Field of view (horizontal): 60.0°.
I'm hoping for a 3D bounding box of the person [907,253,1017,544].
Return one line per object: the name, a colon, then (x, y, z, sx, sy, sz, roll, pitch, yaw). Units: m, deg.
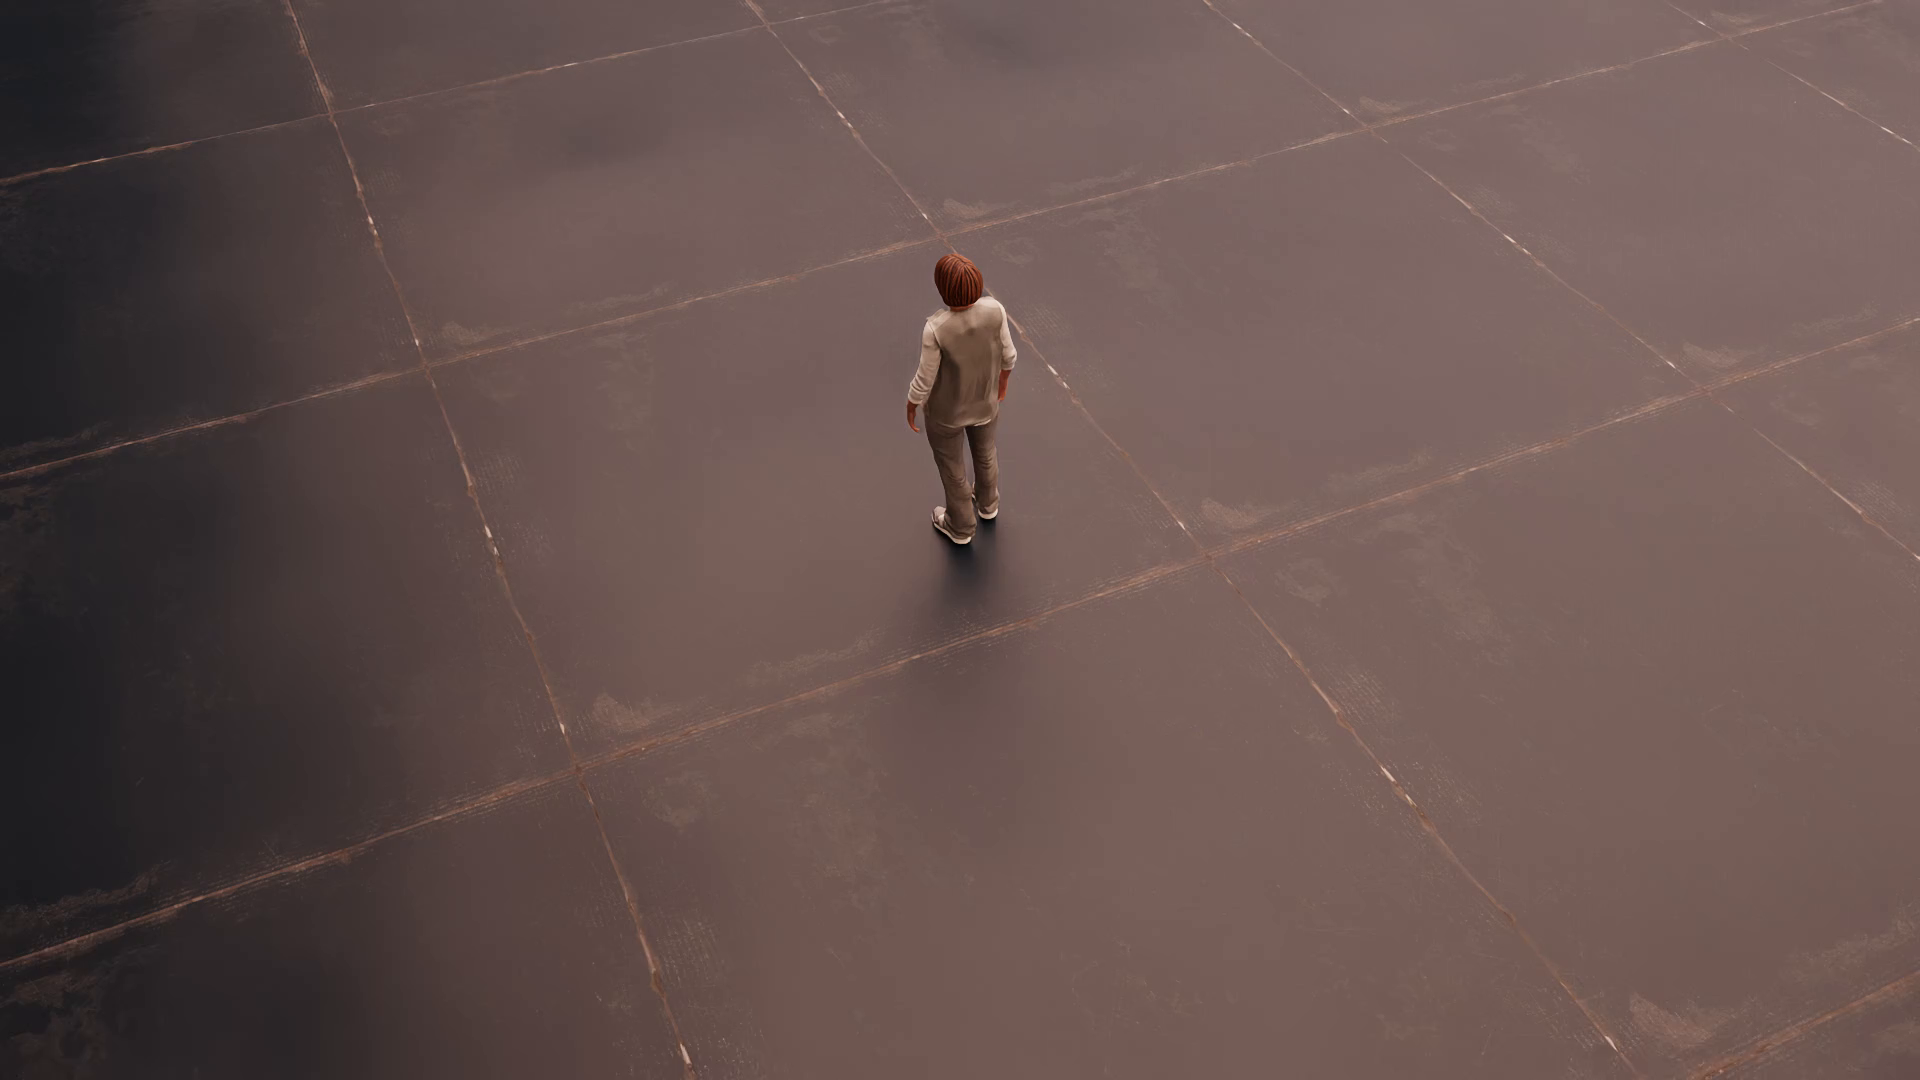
person: (-0.018, -0.639, 7.332, 0.520, 1.597, 0.475, -18, 46, -18)
